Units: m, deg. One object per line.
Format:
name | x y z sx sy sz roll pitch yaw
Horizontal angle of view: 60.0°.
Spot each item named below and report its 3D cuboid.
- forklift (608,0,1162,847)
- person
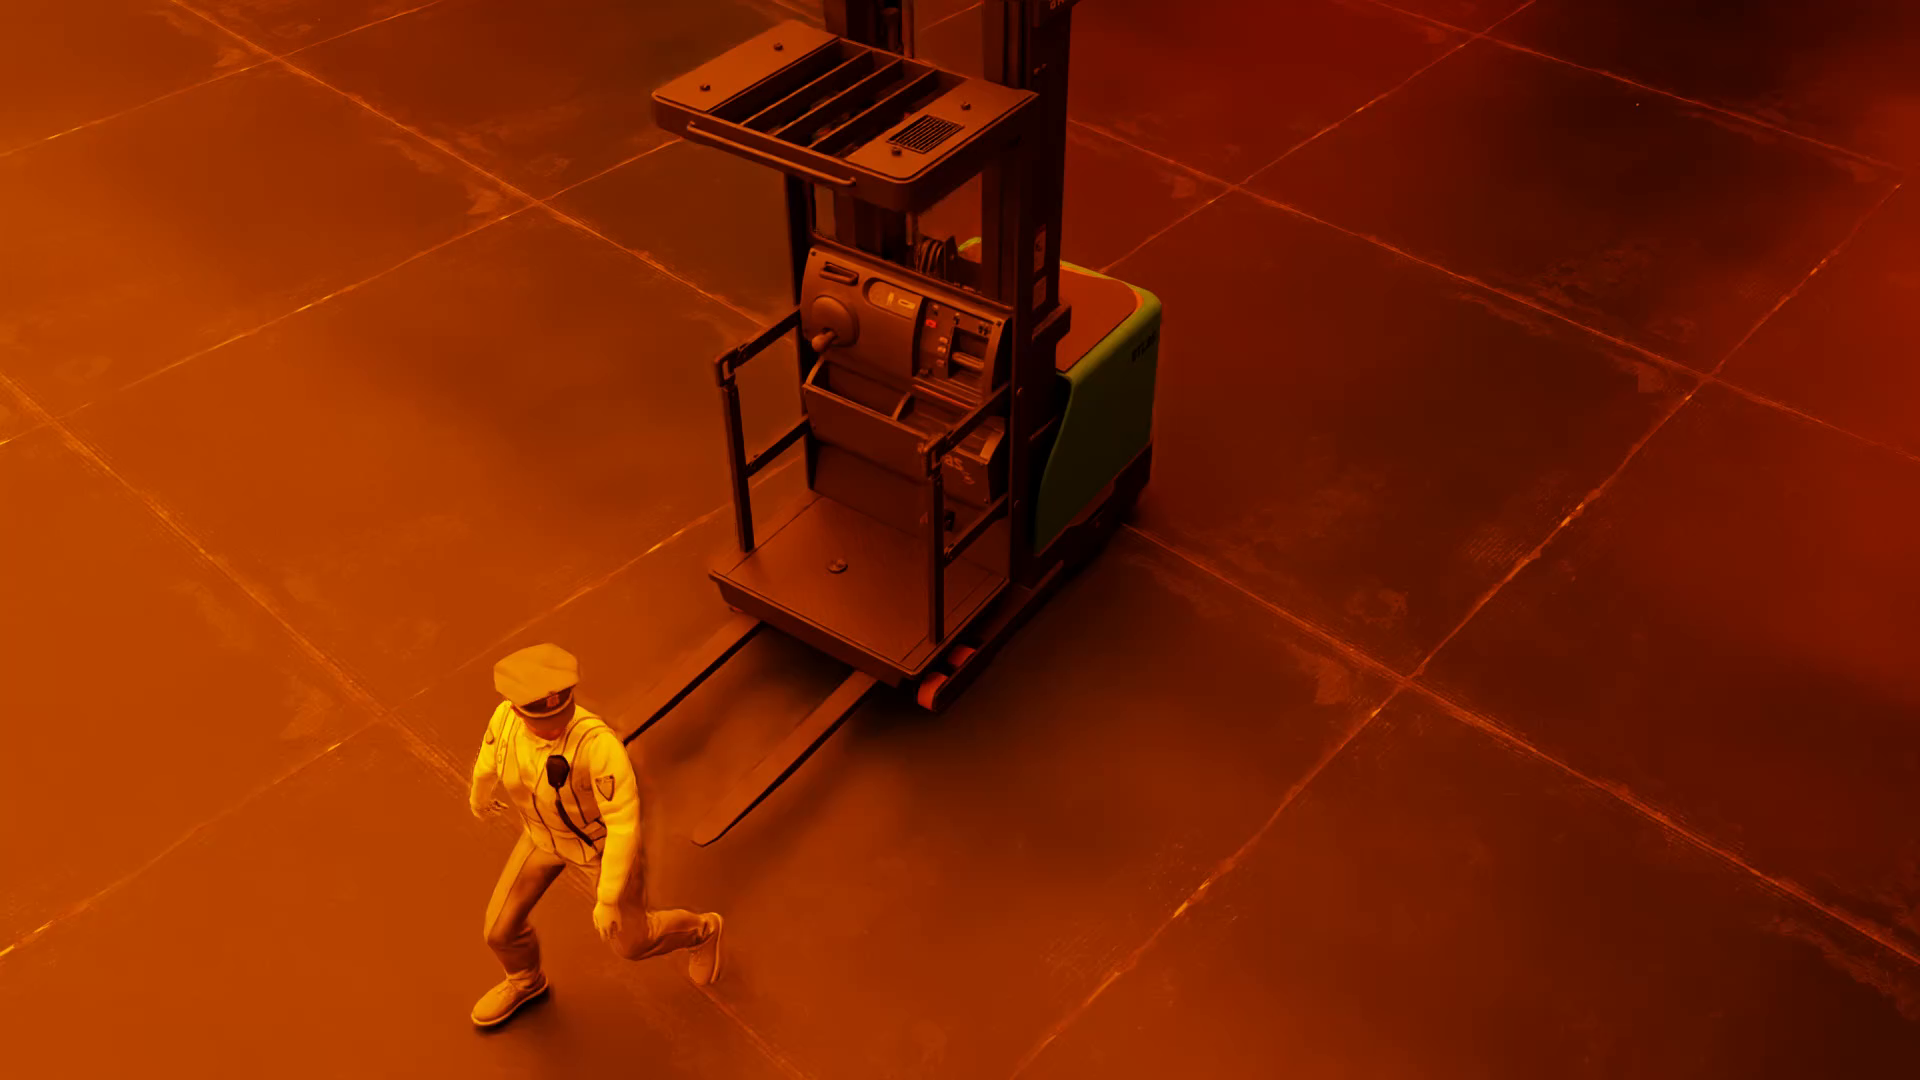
forklift | -0.350 -0.763 6.318 1.130 2.935 3.031 24 46 26
person | -1.286 0.981 5.386 0.772 1.632 0.701 17 44 19
